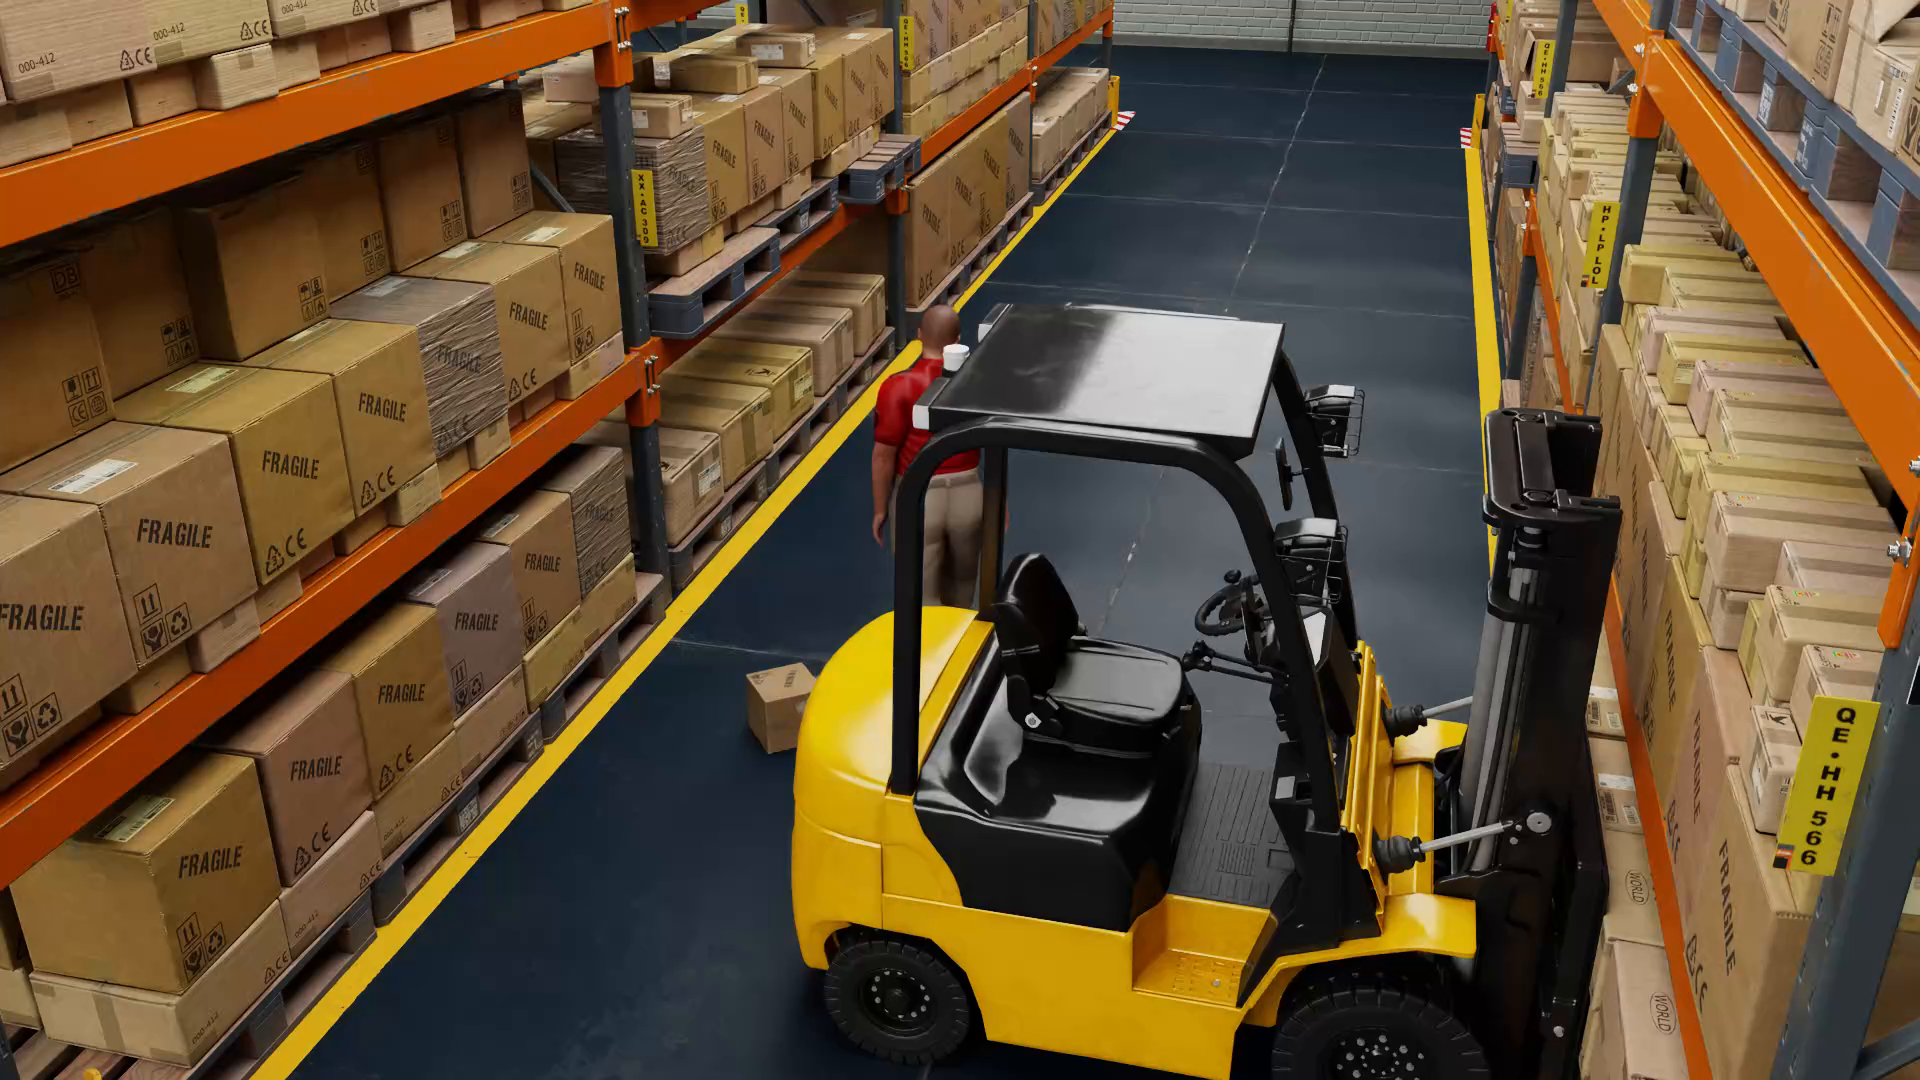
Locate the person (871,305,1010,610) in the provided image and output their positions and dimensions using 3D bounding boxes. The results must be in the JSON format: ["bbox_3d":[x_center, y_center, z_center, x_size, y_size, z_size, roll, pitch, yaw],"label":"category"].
[{"bbox_3d":[-0.092,-0.137,6.915,0.604,1.715,0.633,-9,27,-19],"label":"person"}]
